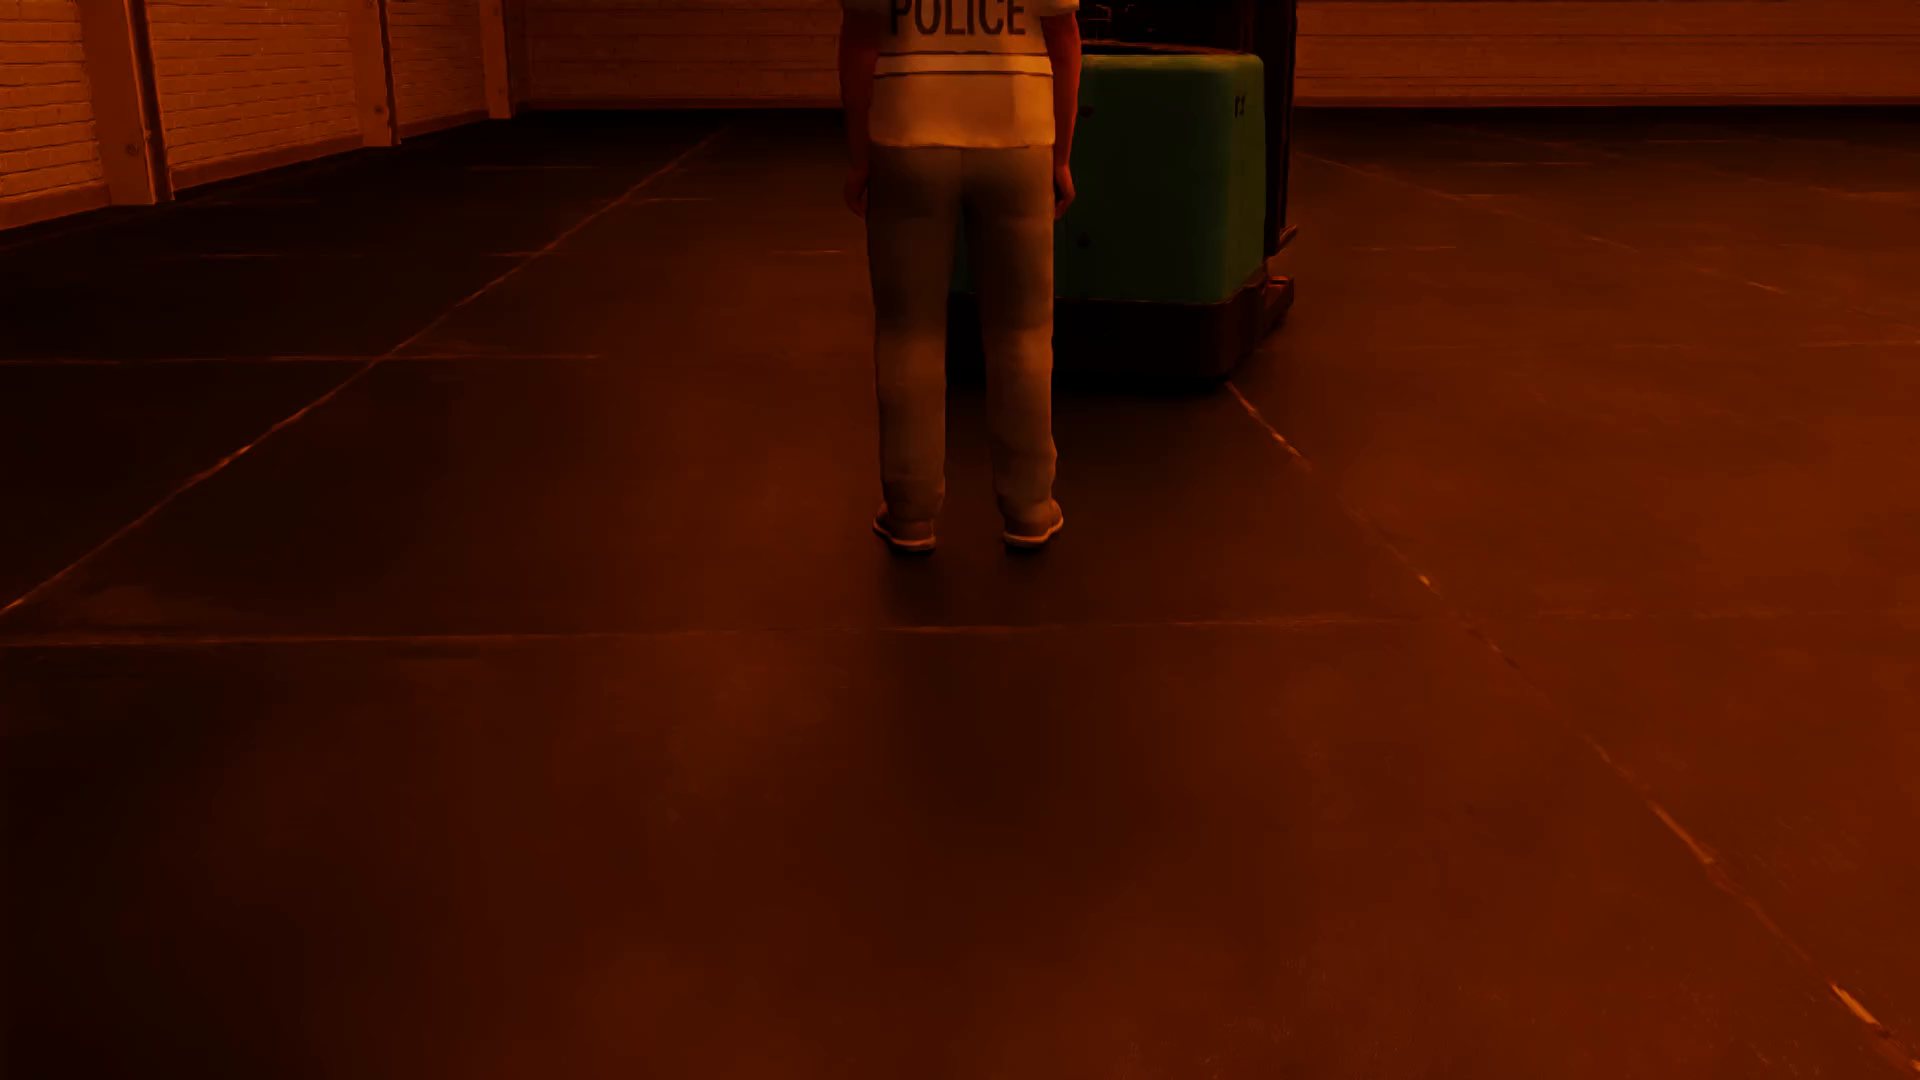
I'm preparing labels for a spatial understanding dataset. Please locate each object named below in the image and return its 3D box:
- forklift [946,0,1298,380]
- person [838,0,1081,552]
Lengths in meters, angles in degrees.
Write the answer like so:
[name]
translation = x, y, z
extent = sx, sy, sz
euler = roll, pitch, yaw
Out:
[forklift]
translation = 0.785, -2.322, 6.496
extent = 1.130, 2.935, 3.031
euler = 5, 18, 16
[person]
translation = -0.001, -0.851, 3.674
extent = 0.523, 1.773, 0.396
euler = -1, 17, -3
